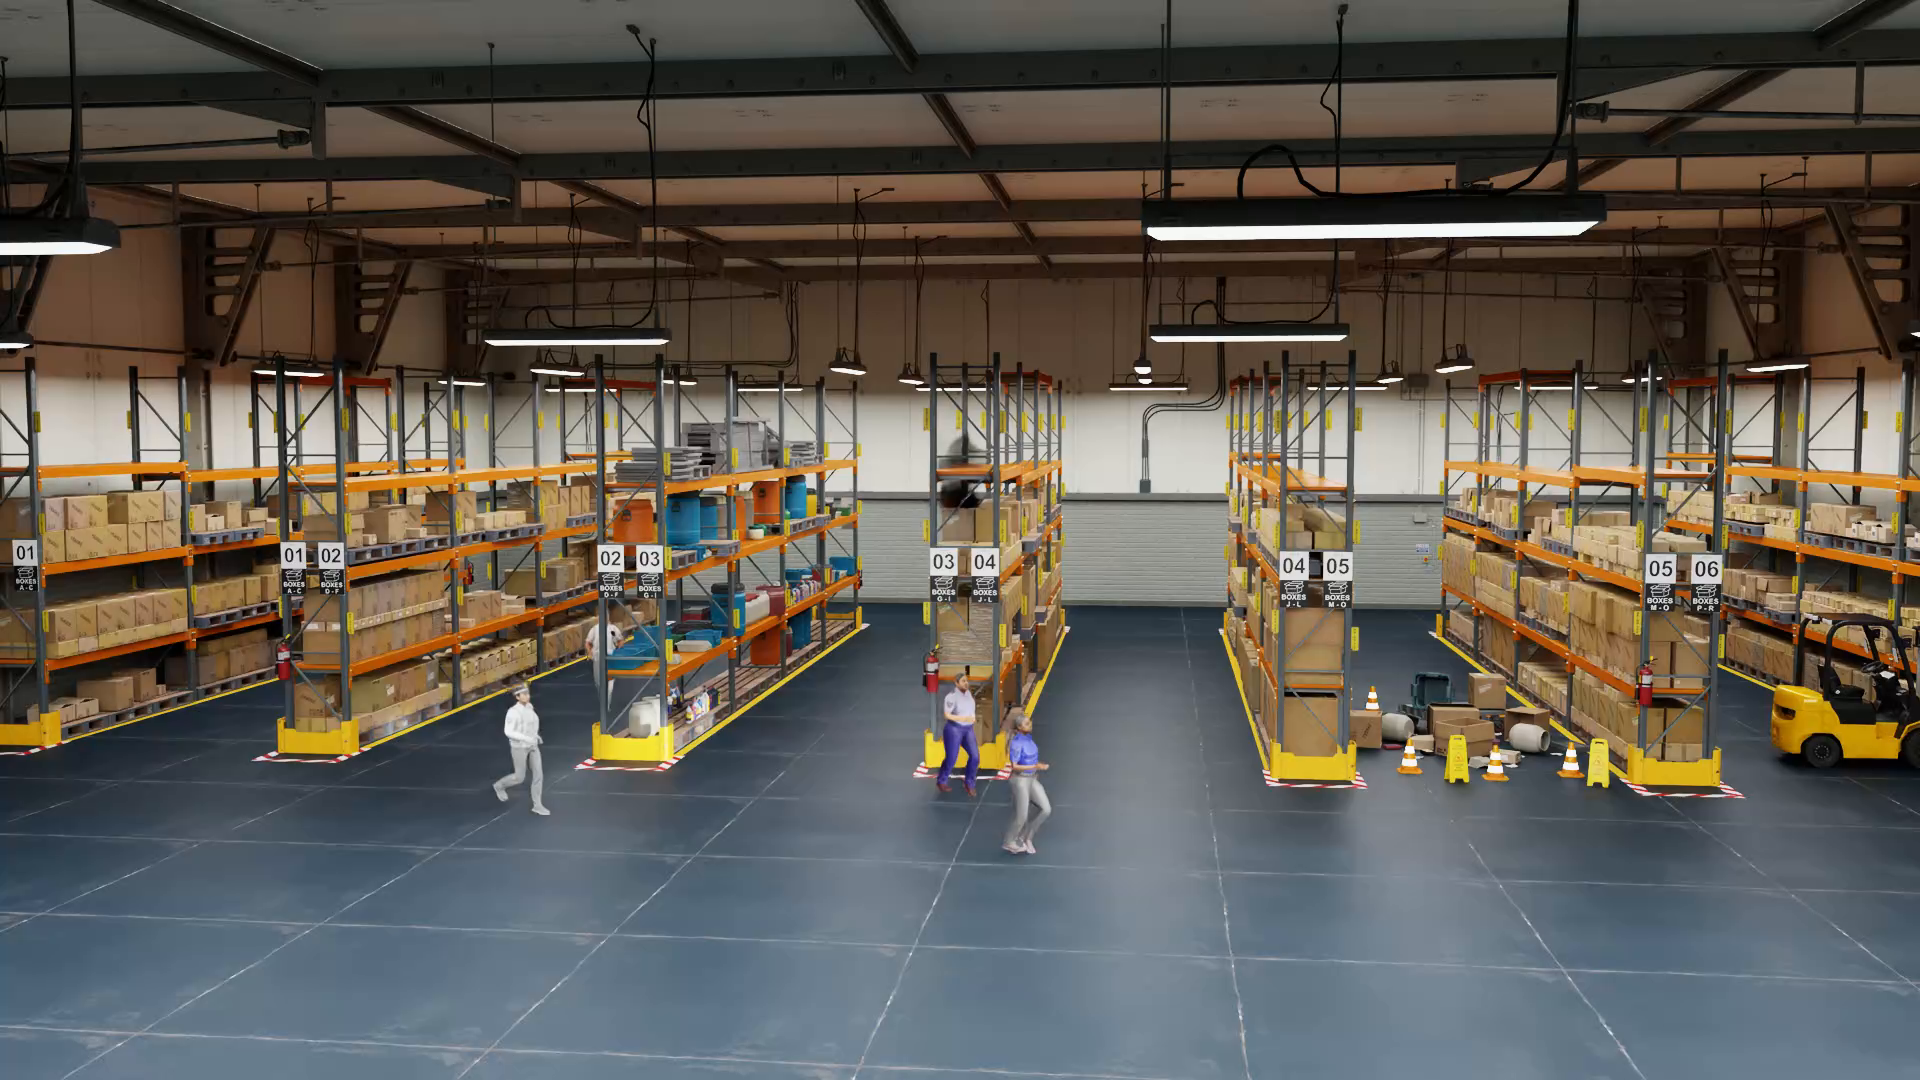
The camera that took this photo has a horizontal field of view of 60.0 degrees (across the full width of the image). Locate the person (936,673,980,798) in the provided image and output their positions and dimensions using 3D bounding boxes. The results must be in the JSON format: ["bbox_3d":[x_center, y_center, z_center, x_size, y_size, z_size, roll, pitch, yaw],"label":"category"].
[{"bbox_3d":[0.001,2.631,22.284,0.621,1.726,0.731,-4,5,-42],"label":"person"}]

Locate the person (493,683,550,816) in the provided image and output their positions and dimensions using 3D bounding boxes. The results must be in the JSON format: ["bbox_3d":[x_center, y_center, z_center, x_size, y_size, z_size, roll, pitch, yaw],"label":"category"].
[{"bbox_3d":[-5.603,2.659,21.293,0.864,1.689,0.625,2,5,28],"label":"person"}]

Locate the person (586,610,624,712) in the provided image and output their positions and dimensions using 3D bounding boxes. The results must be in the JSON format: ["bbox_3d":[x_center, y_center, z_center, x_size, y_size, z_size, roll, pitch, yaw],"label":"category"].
[{"bbox_3d":[-6.208,2.087,29.085,0.662,1.764,0.739,-1,4,-11],"label":"person"}]

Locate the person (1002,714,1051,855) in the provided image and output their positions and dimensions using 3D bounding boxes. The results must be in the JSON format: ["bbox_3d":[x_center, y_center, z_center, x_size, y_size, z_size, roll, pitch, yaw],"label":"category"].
[{"bbox_3d":[0.788,2.836,19.184,0.638,1.647,0.561,3,5,33],"label":"person"}]
